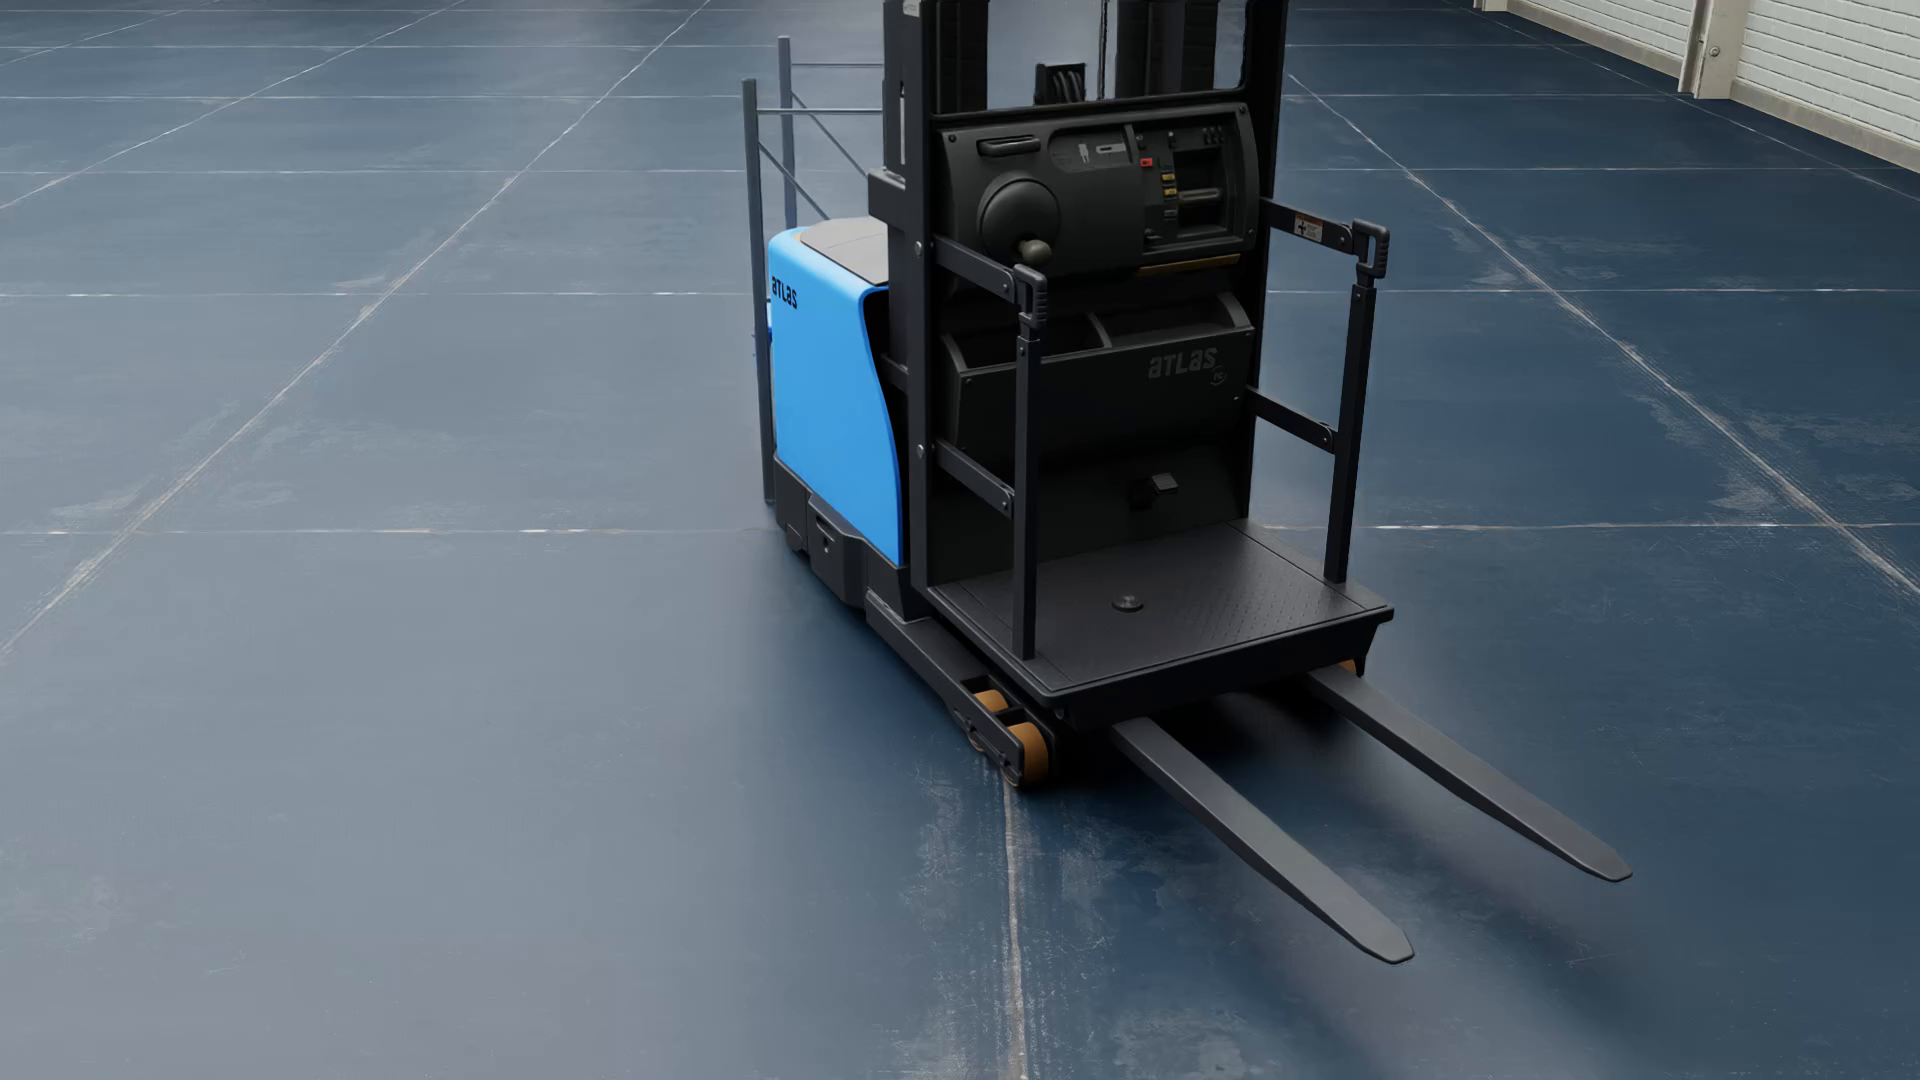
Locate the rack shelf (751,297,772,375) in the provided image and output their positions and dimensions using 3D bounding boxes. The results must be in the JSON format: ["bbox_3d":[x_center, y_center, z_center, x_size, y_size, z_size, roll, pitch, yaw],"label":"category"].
[{"bbox_3d":[-0.455,-0.870,6.289,0.538,0.185,1.000,0,24,1],"label":"rack shelf"}]

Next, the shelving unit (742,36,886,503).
[{"bbox_3d":[-0.455,-1.033,6.215,0.538,1.500,1.048,0,24,1],"label":"shelving unit"}]

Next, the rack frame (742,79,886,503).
[{"bbox_3d":[-0.463,-0.824,5.752,0.500,1.500,0.032,0,24,1],"label":"rack frame"}]

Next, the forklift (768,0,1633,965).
[{"bbox_3d":[0.482,-0.902,4.189,1.130,2.935,3.031,-12,27,-24],"label":"forklift"}]

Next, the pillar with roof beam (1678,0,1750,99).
[{"bbox_3d":[2.012,-7.858,12.204,9.100,9.000,0.400,0,24,-1],"label":"pillar with roof beam"}]

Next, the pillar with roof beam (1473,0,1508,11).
[{"bbox_3d":[1.946,-10.330,17.670,9.100,9.000,0.400,0,24,-1],"label":"pillar with roof beam"}]

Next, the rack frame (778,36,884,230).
[{"bbox_3d":[-0.447,-1.243,6.678,0.500,1.500,0.032,0,24,1],"label":"rack frame"}]
